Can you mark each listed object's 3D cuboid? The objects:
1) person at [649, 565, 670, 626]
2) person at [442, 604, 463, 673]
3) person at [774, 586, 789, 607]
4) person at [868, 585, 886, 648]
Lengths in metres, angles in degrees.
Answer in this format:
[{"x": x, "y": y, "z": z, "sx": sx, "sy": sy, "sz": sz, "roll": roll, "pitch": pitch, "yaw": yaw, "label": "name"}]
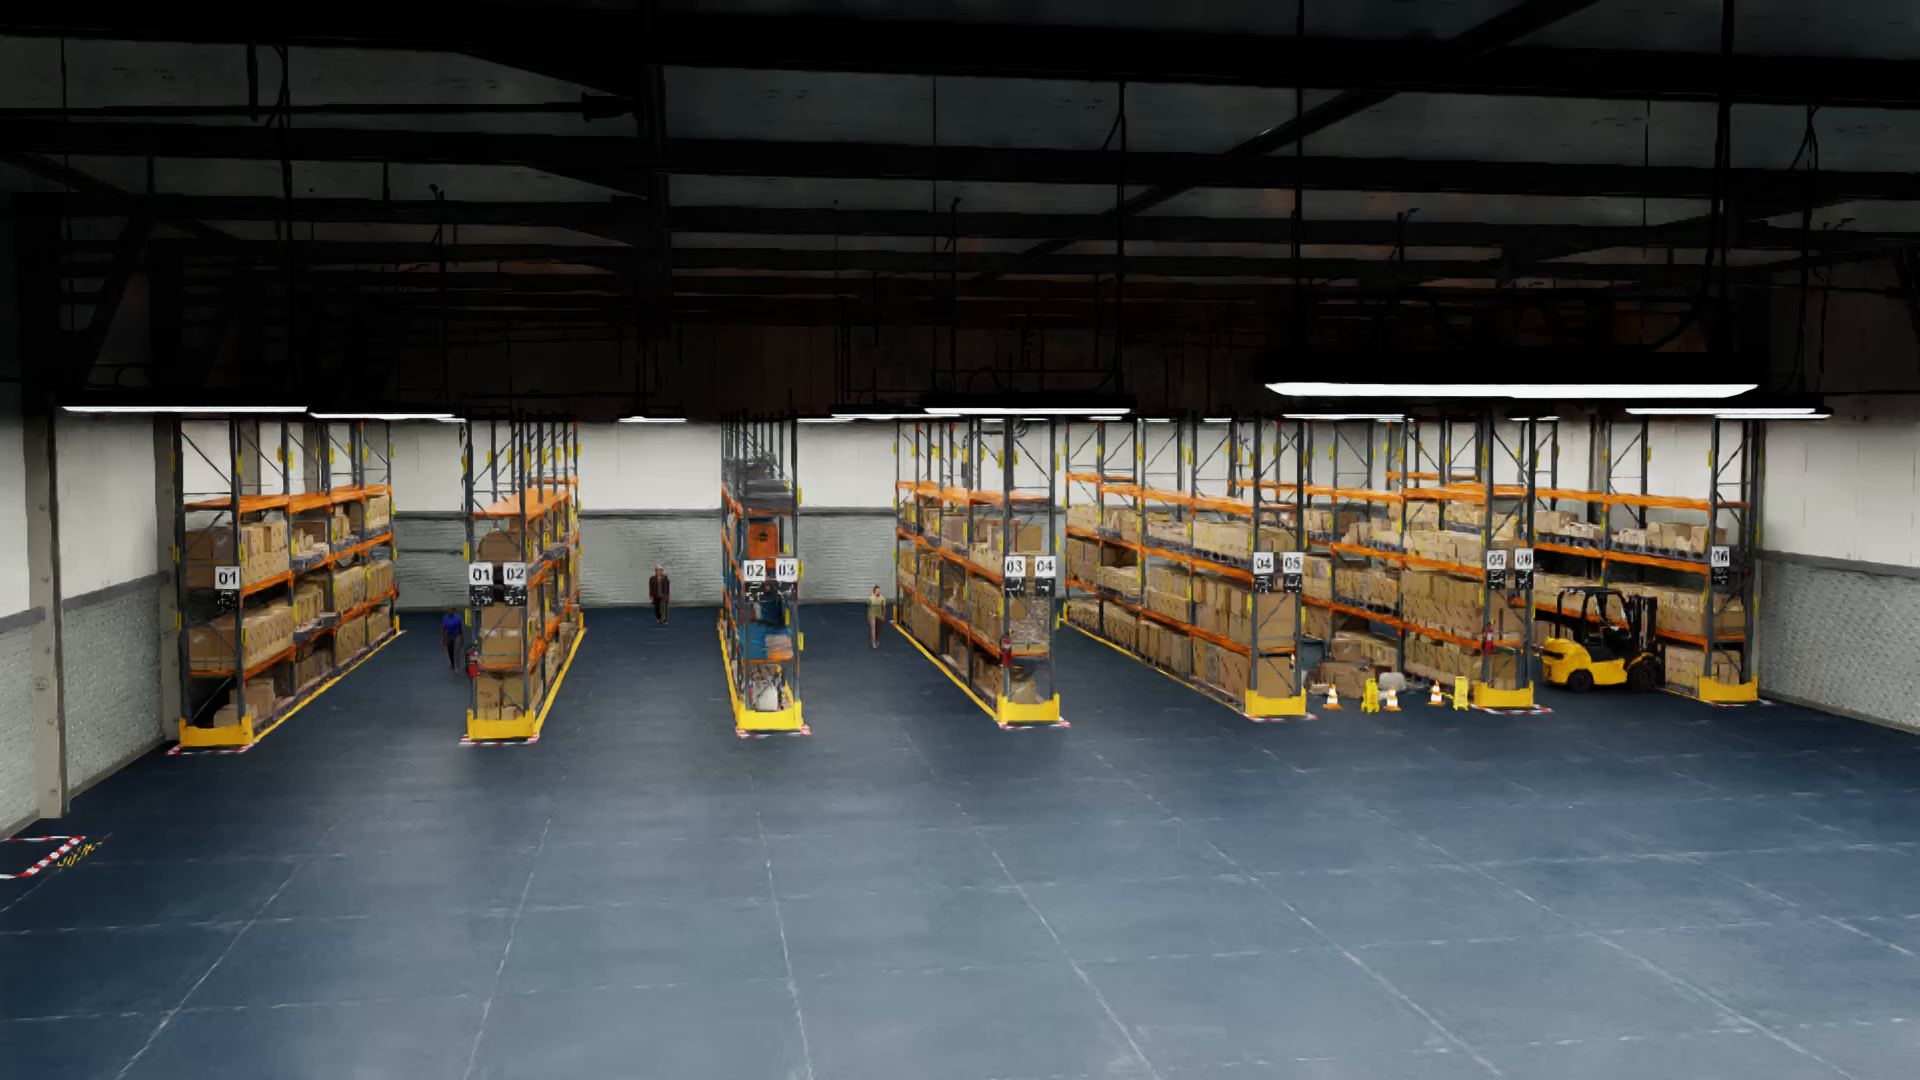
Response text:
[{"x": -8.550, "y": 1.559, "z": 47.279, "sx": 0.598, "sy": 1.698, "sz": 1.193, "roll": 0, "pitch": 4, "yaw": -7, "label": "person"}, {"x": -11.698, "y": 2.249, "z": 38.295, "sx": 0.447, "sy": 1.574, "sz": 1.088, "roll": -1, "pitch": 4, "yaw": -7, "label": "person"}, {"x": -5.612, "y": 1.247, "z": 51.596, "sx": 0.591, "sy": 1.772, "sz": 0.577, "roll": 2, "pitch": 4, "yaw": 27, "label": "person"}, {"x": -2.119, "y": 1.943, "z": 42.568, "sx": 0.446, "sy": 1.591, "sz": 1.110, "roll": -1, "pitch": 4, "yaw": -12, "label": "person"}]
